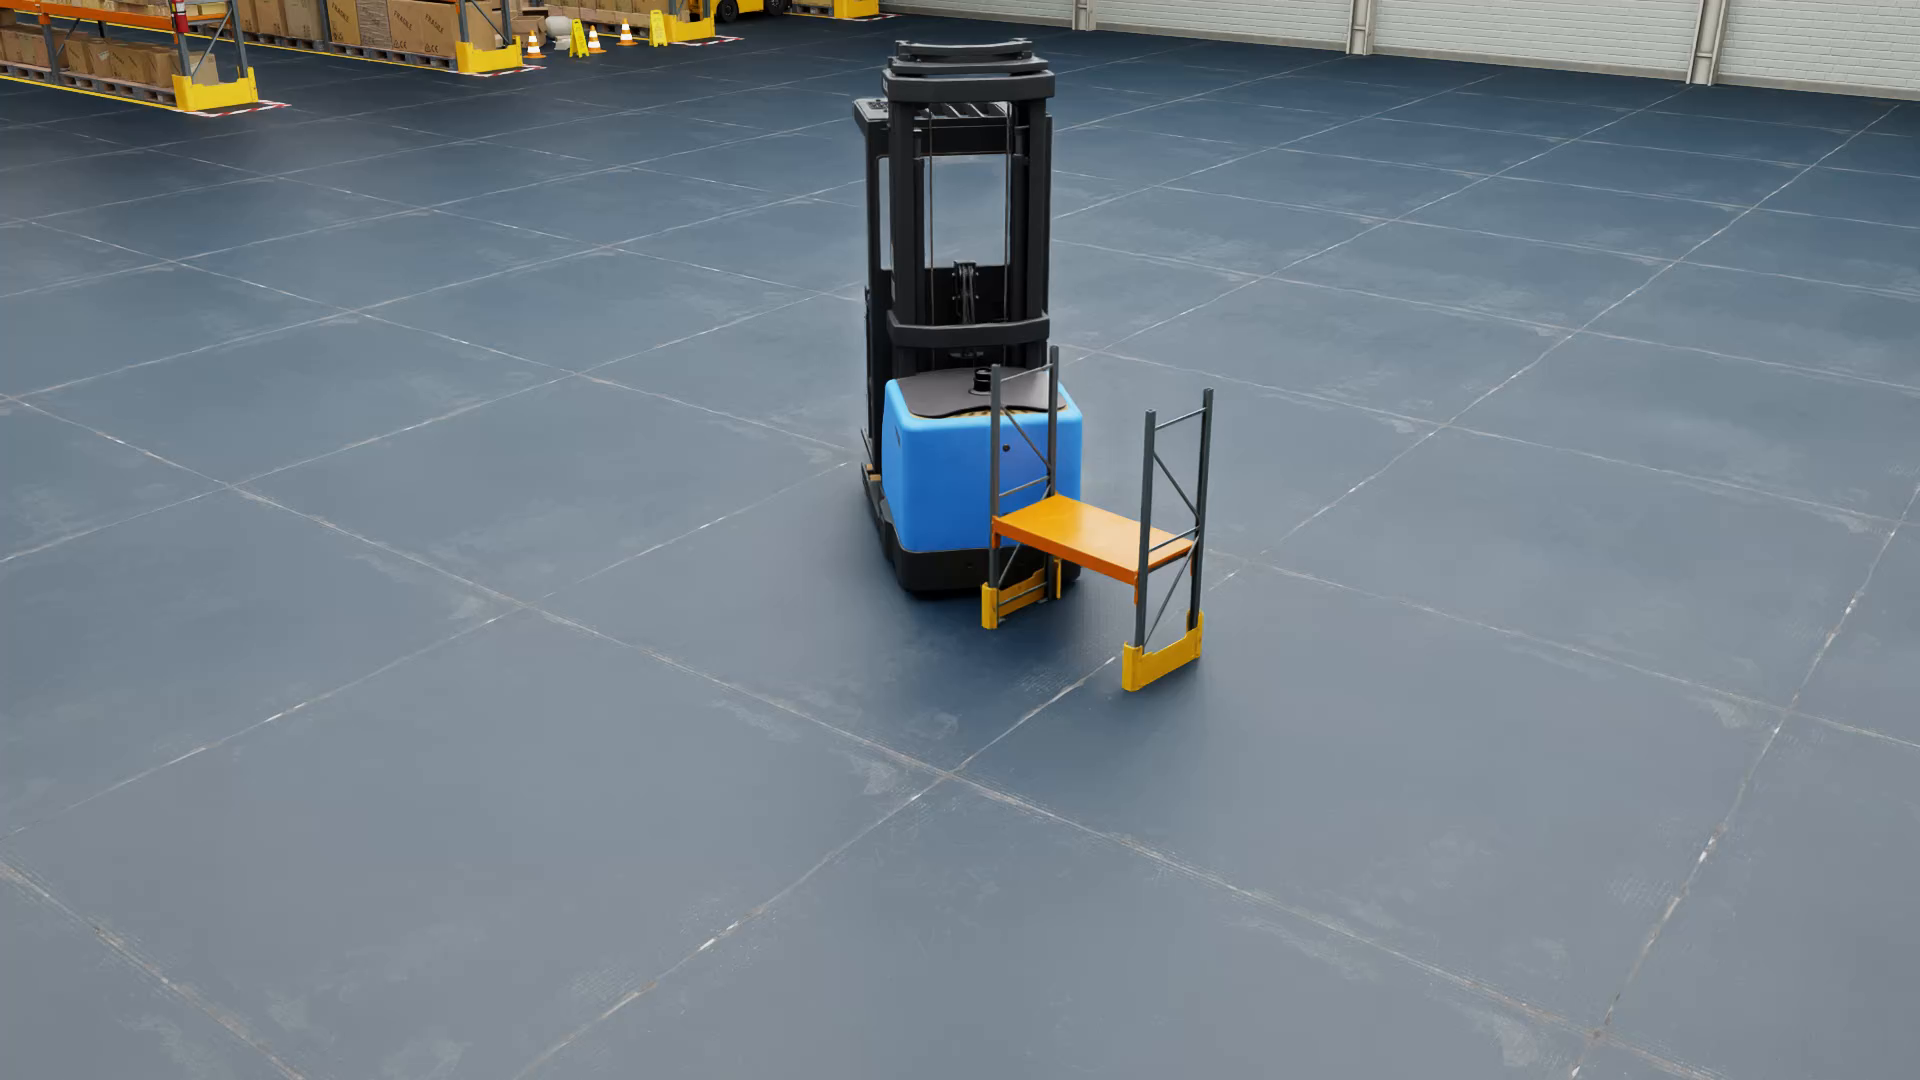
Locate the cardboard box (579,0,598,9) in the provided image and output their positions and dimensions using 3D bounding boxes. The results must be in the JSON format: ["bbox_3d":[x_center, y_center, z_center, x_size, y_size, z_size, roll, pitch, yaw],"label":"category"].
[{"bbox_3d":[-7.272,-10.905,33.238,0.500,0.500,0.500,19,30,36],"label":"cardboard box"}]

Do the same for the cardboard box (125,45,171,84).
[{"bbox_3d":[-12.653,-7.440,25.995,0.500,0.500,0.500,20,31,38],"label":"cardboard box"}]

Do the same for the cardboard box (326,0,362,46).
[{"bbox_3d":[-10.859,-9.533,30.279,0.875,0.875,0.875,17,29,34],"label":"cardboard box"}]

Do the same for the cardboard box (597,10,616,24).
[{"bbox_3d":[-6.871,-10.437,33.107,0.500,0.250,0.500,16,28,31],"label":"cardboard box"}]

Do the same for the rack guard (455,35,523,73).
[{"bbox_3d":[-8.100,-8.370,28.628,0.348,0.500,1.175,17,29,33],"label":"rack guard"}]

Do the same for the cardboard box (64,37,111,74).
[{"bbox_3d":[-14.079,-7.850,26.926,0.500,0.500,0.500,16,28,32],"label":"cardboard box"}]

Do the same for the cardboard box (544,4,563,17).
[{"bbox_3d":[-8.122,-10.813,33.961,0.500,0.250,0.500,15,28,31],"label":"cardboard box"}]

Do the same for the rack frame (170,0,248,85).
[{"bbox_3d":[-11.175,-7.944,24.560,0.127,3.000,1.000,17,29,33],"label":"rack frame"}]

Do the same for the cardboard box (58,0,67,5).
[{"bbox_3d":[-13.975,-8.531,26.204,0.250,0.149,0.380,17,29,33],"label":"cardboard box"}]

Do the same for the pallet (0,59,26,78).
[{"bbox_3d":[-15.980,-8.118,28.413,1.213,0.211,1.003,17,29,33],"label":"pallet"}]

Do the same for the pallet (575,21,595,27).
[{"bbox_3d":[-7.873,-10.682,34.232,1.213,0.211,1.003,17,29,33],"label":"pallet"}]

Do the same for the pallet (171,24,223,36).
[{"bbox_3d":[-15.145,-10.368,33.520,1.213,0.211,1.003,17,29,33],"label":"pallet"}]

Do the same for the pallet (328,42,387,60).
[{"bbox_3d":[-10.758,-9.002,30.420,1.213,0.211,1.003,17,29,33],"label":"pallet"}]

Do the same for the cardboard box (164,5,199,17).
[{"bbox_3d":[-11.527,-7.832,24.616,0.250,0.149,0.380,17,29,33],"label":"cardboard box"}]

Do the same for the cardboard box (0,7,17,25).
[{"bbox_3d":[-16.592,-9.002,28.586,0.500,0.250,0.500,21,31,39],"label":"cardboard box"}]

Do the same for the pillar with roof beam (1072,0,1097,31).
[{"bbox_3d":[-0.055,-13.109,28.841,0.400,9.000,9.100,17,29,33],"label":"pillar with roof beam"}]

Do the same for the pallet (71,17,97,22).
[{"bbox_3d":[-18.280,-11.297,35.628,1.213,0.211,1.003,17,29,33],"label":"pallet"}]

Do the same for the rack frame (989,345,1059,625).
[{"bbox_3d":[0.345,-0.284,9.033,0.032,1.500,0.500,22,32,40],"label":"rack frame"}]

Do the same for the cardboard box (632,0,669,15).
[{"bbox_3d":[-6.029,-10.528,32.384,0.500,0.500,0.500,17,29,34],"label":"cardboard box"}]

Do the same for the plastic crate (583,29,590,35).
[{"bbox_3d":[-7.667,-10.129,33.139,0.583,0.080,0.402,7,25,15],"label":"plastic crate"}]

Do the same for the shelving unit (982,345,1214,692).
[{"bbox_3d":[0.701,-0.143,8.713,1.083,1.500,0.587,22,32,40],"label":"shelving unit"}]

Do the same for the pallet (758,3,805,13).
[{"bbox_3d":[-3.866,-11.935,37.075,1.213,0.211,1.003,17,29,33],"label":"pallet"}]

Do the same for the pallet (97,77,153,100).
[{"bbox_3d":[-12.836,-7.190,26.306,1.213,0.211,1.003,17,29,33],"label":"pallet"}]

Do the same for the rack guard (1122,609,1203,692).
[{"bbox_3d":[1.056,0.570,8.646,0.087,0.250,0.587,22,32,40],"label":"rack guard"}]

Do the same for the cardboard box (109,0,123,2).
[{"bbox_3d":[-12.445,-8.485,25.295,0.500,0.500,0.875,17,29,33],"label":"cardboard box"}]

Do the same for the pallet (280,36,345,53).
[{"bbox_3d":[-11.982,-9.374,31.263,1.213,0.211,1.003,17,29,33],"label":"pallet"}]

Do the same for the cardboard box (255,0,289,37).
[{"bbox_3d":[-12.640,-10.006,31.508,0.750,0.750,1.050,17,29,33],"label":"cardboard box"}]

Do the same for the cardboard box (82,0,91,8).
[{"bbox_3d":[-13.369,-8.353,25.800,0.250,0.149,0.380,17,29,33],"label":"cardboard box"}]

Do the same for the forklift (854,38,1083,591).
[{"bbox_3d":[-0.047,-1.616,10.283,1.130,2.935,3.031,-4,24,-9],"label":"forklift"}]

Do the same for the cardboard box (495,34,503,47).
[{"bbox_3d":[-8.840,-9.415,31.289,0.396,0.266,0.258,-21,31,-39],"label":"cardboard box"}]

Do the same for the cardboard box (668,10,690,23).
[{"bbox_3d":[-5.711,-10.360,32.932,0.500,0.250,0.500,17,29,33],"label":"cardboard box"}]

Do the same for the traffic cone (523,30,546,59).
[{"bbox_3d":[-7.692,-8.946,29.980,0.334,0.463,0.336,17,29,33],"label":"traffic cone"}]

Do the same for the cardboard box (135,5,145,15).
[{"bbox_3d":[-12.148,-8.002,25.002,0.250,0.149,0.380,17,29,33],"label":"cardboard box"}]

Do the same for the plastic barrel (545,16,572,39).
[{"bbox_3d":[-7.792,-9.974,32.361,0.512,0.421,0.421,-5,24,-12],"label":"plastic barrel"}]

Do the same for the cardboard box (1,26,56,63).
[{"bbox_3d":[-15.672,-8.381,28.106,0.500,0.500,0.700,14,27,29],"label":"cardboard box"}]

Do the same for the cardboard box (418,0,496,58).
[{"bbox_3d":[-8.701,-8.883,28.804,0.875,0.875,0.875,17,29,34],"label":"cardboard box"}]

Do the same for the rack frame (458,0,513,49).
[{"bbox_3d":[-8.119,-9.520,28.137,0.127,3.000,1.000,17,29,33],"label":"rack frame"}]

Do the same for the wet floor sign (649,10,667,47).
[{"bbox_3d":[-5.721,-9.673,31.404,0.267,0.644,0.232,-15,28,-30],"label":"wet floor sign"}]

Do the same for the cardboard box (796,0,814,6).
[{"bbox_3d":[-3.215,-11.813,36.230,0.500,0.250,0.500,17,29,33],"label":"cardboard box"}]

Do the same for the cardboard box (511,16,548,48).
[{"bbox_3d":[-8.155,-9.607,31.430,0.637,0.503,0.797,-1,24,-3],"label":"cardboard box"}]

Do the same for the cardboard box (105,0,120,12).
[{"bbox_3d":[-12.790,-8.160,25.362,0.250,0.149,0.380,17,29,33],"label":"cardboard box"}]

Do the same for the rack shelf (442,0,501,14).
[{"bbox_3d":[-9.719,-9.675,29.380,4.000,0.370,1.077,17,29,33],"label":"rack shelf"}]
